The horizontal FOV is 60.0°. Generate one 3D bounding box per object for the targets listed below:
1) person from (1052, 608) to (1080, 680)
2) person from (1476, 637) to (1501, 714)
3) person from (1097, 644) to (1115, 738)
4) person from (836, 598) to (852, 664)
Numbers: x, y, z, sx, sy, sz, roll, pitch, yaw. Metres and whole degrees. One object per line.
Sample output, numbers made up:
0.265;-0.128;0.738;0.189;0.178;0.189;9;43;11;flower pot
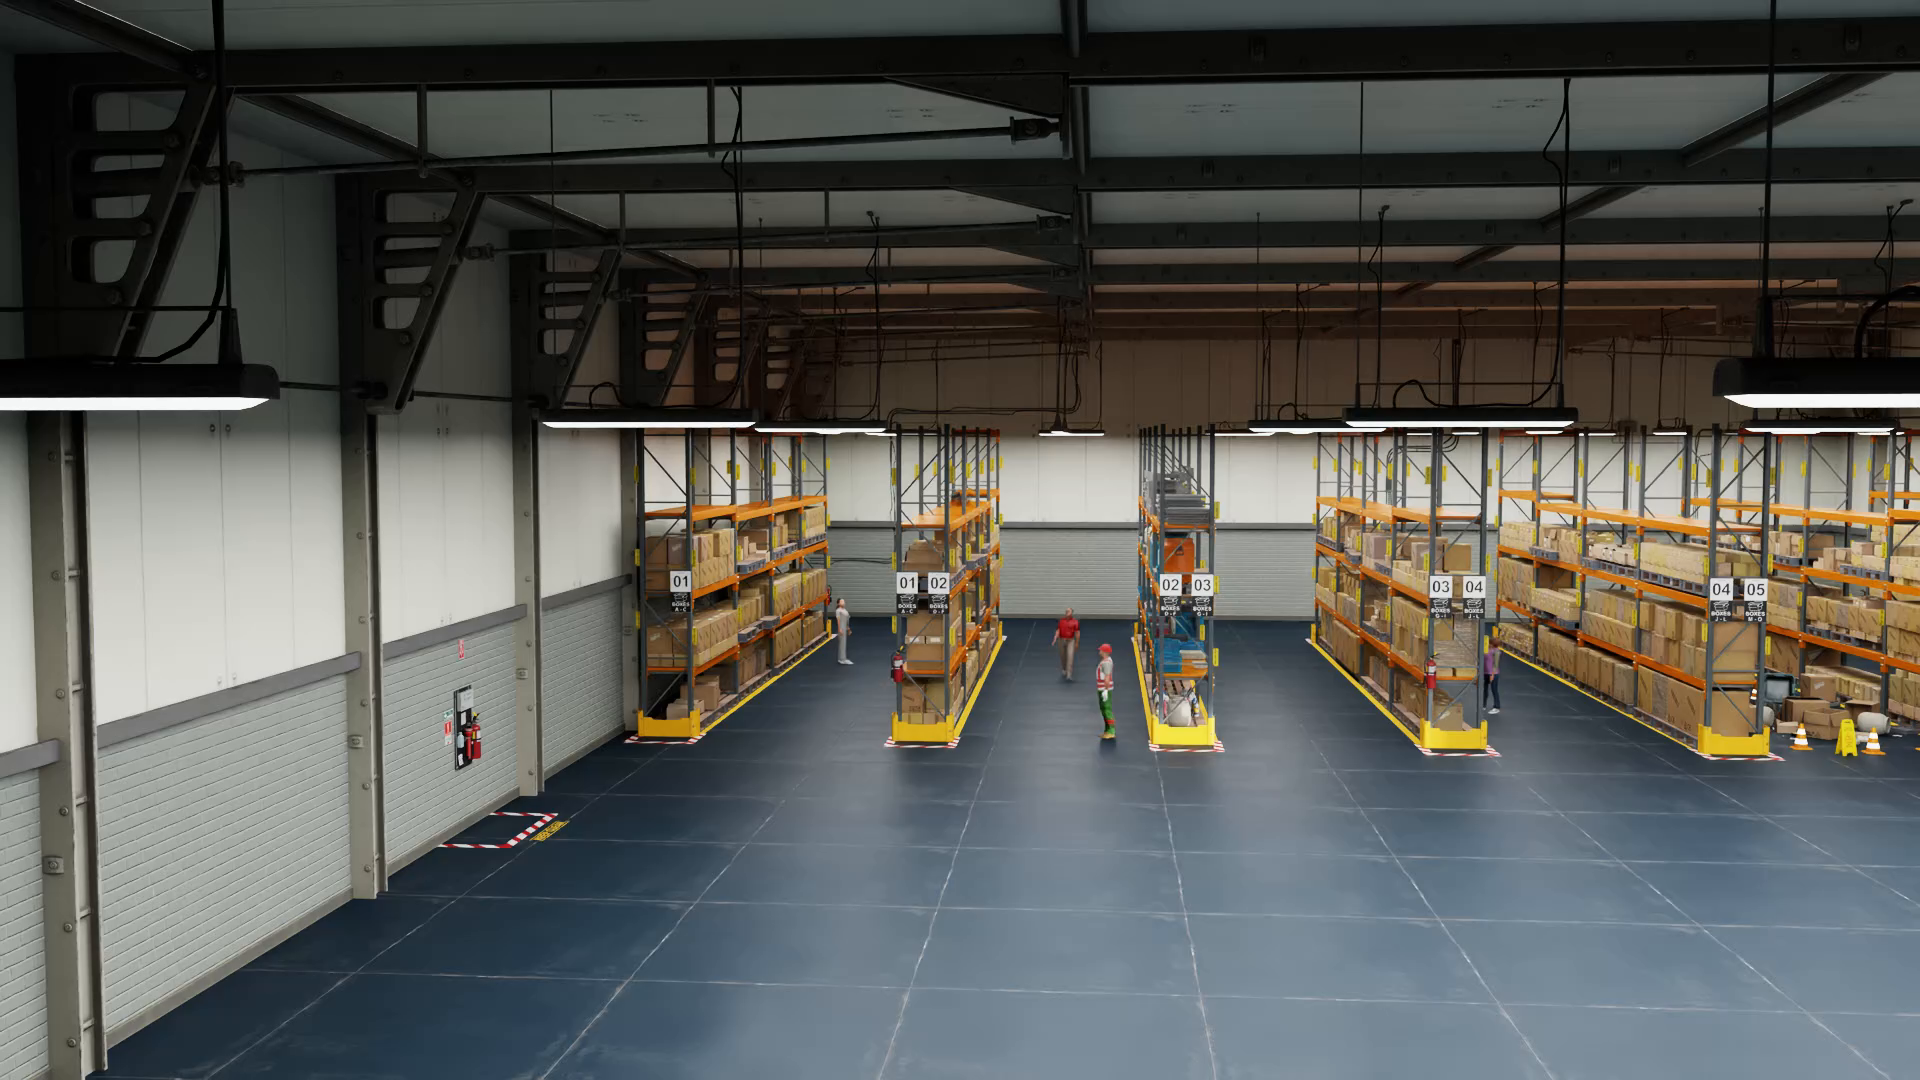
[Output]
2.537;2.462;39.723;0.635;1.669;0.991;1;4;10;person
11.040;2.825;34.704;0.414;1.554;0.481;-2;4;-24;person
2.789;2.897;31.816;0.357;1.826;0.674;0;3;1;person
-2.964;2.314;42.472;0.456;1.668;0.489;1;4;10;person
